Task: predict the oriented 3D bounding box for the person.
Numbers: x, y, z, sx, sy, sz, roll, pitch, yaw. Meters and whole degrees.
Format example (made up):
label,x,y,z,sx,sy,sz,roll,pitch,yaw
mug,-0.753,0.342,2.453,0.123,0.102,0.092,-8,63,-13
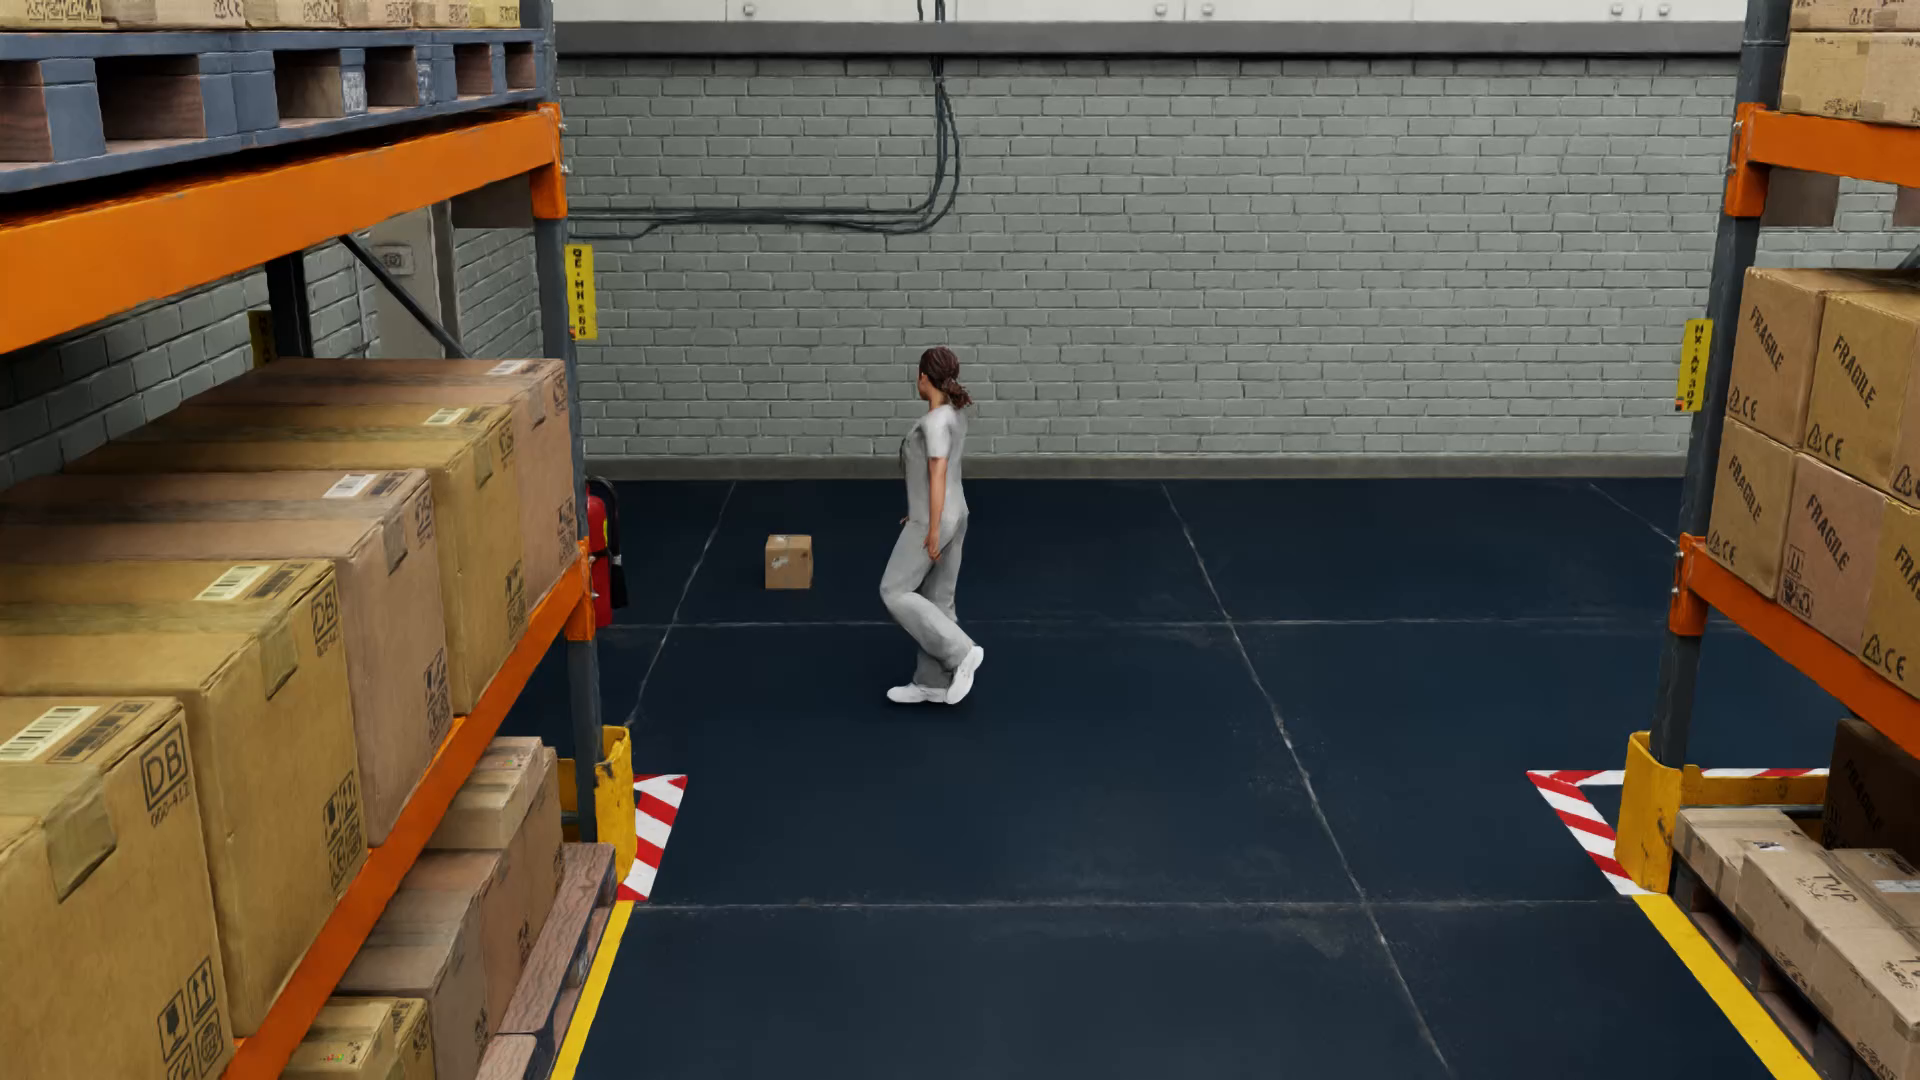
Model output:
label,x,y,z,sx,sy,sz,roll,pitch,yaw
person,-0.101,-0.051,7.727,0.499,1.638,0.650,4,18,11
